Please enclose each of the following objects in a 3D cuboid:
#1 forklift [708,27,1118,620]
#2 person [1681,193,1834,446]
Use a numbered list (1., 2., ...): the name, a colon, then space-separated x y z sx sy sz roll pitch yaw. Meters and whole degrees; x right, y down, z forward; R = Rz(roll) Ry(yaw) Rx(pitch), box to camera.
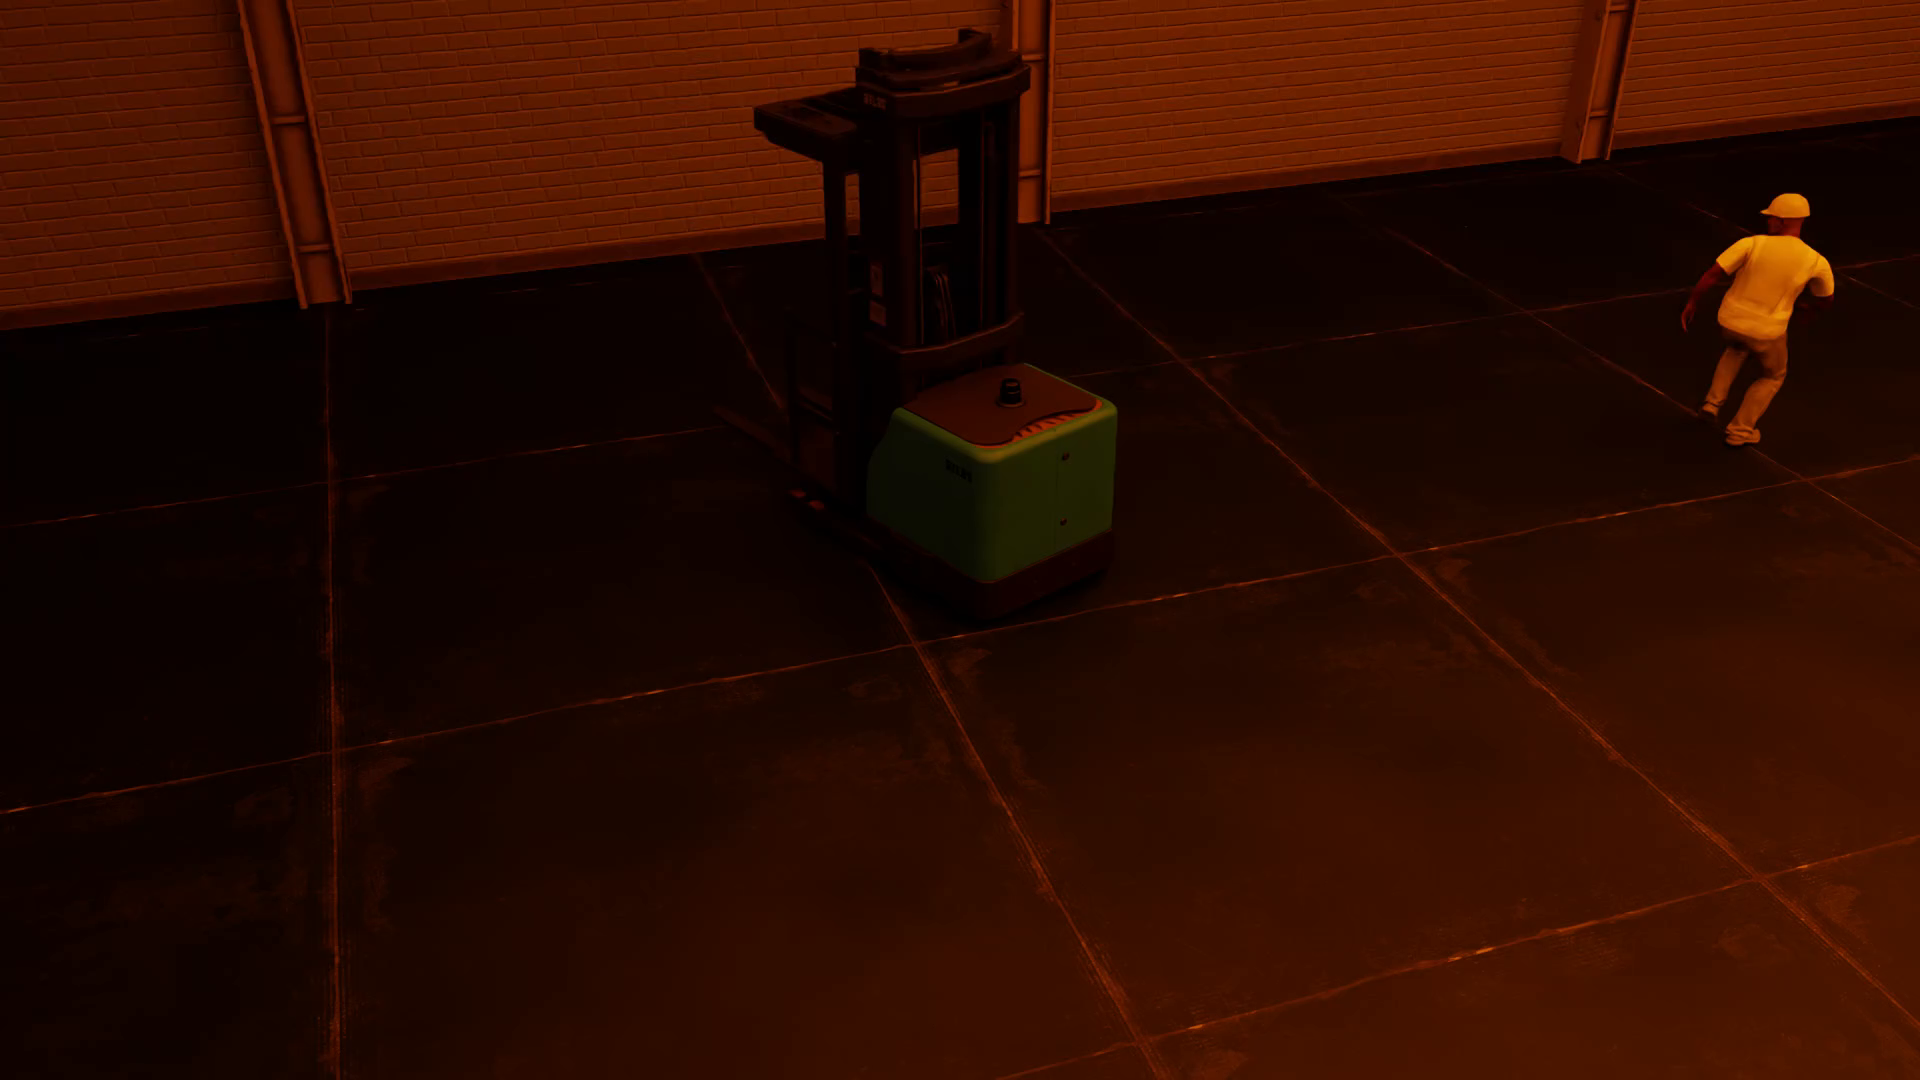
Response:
1. forklift: -0.449 -1.493 9.681 1.130 2.935 3.031 -23 37 -34
2. person: 5.190 -1.418 10.827 0.753 1.714 0.753 26 39 37
